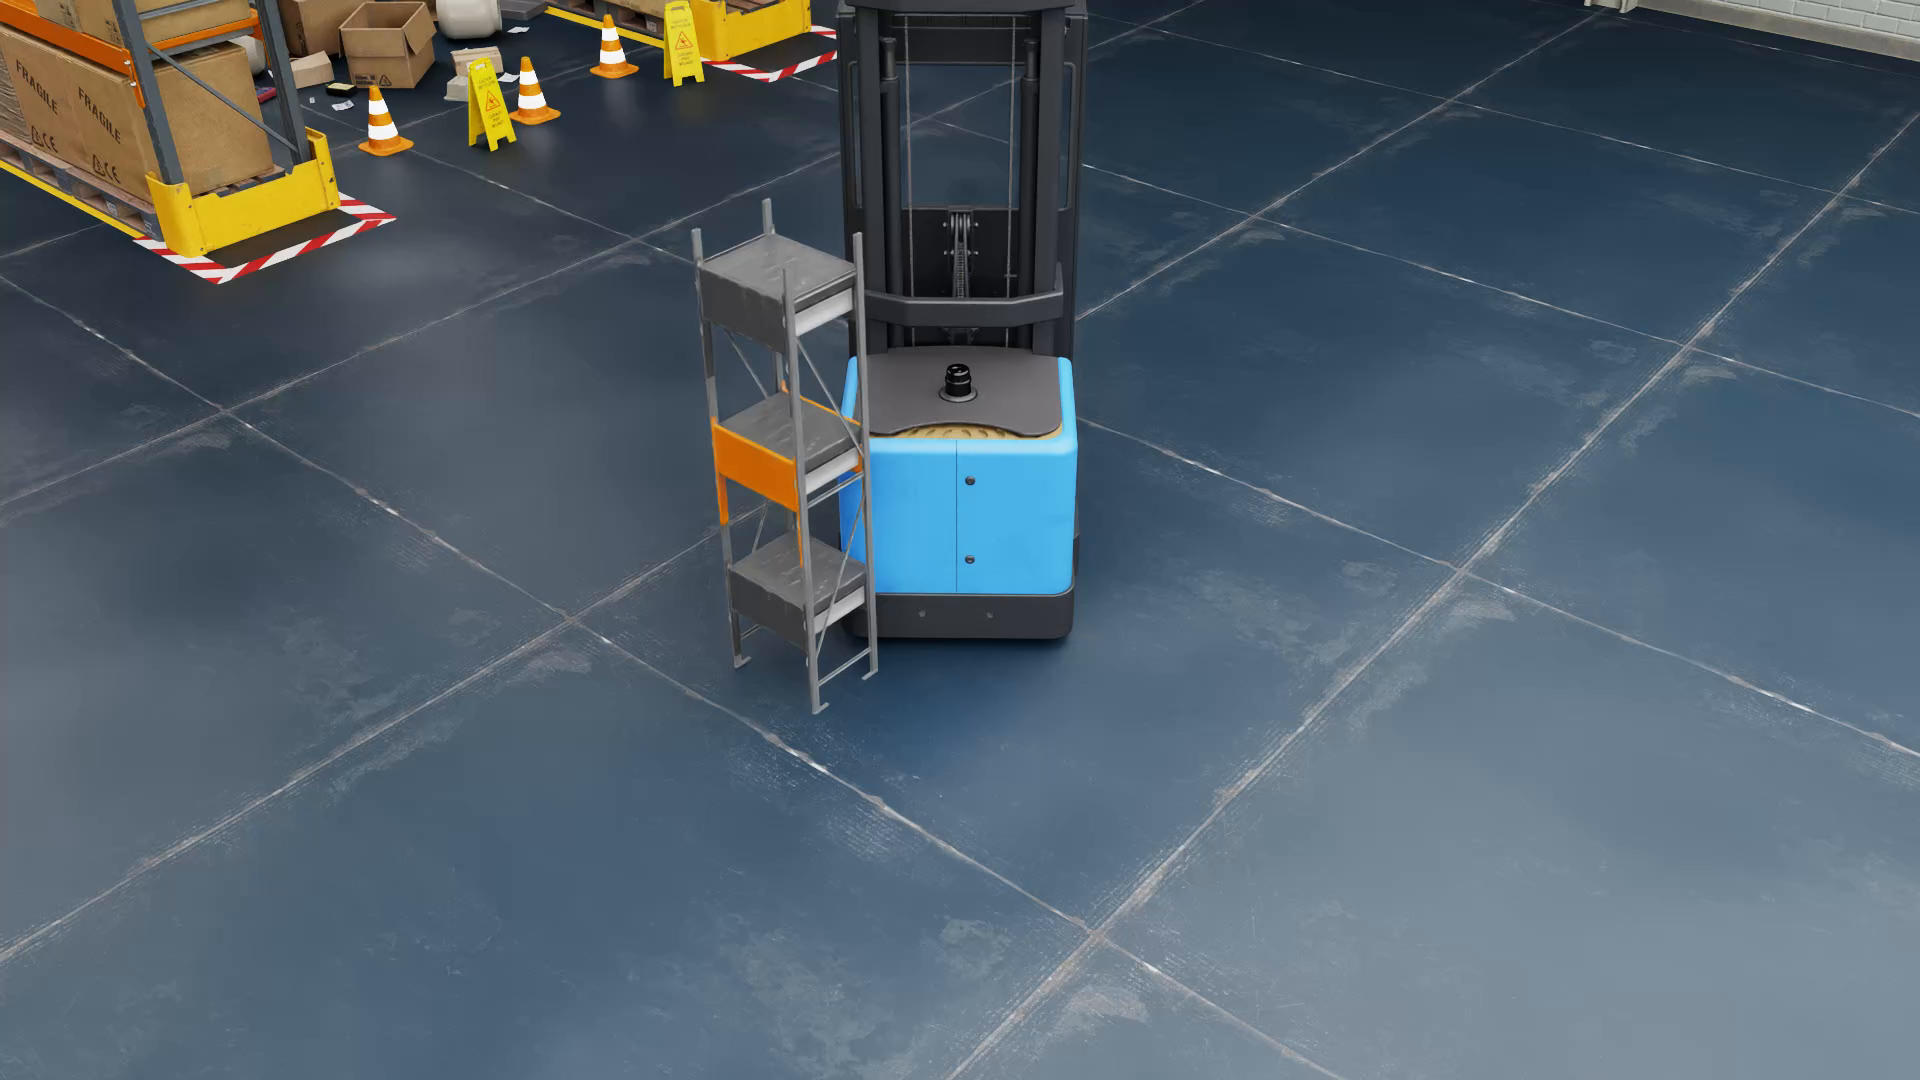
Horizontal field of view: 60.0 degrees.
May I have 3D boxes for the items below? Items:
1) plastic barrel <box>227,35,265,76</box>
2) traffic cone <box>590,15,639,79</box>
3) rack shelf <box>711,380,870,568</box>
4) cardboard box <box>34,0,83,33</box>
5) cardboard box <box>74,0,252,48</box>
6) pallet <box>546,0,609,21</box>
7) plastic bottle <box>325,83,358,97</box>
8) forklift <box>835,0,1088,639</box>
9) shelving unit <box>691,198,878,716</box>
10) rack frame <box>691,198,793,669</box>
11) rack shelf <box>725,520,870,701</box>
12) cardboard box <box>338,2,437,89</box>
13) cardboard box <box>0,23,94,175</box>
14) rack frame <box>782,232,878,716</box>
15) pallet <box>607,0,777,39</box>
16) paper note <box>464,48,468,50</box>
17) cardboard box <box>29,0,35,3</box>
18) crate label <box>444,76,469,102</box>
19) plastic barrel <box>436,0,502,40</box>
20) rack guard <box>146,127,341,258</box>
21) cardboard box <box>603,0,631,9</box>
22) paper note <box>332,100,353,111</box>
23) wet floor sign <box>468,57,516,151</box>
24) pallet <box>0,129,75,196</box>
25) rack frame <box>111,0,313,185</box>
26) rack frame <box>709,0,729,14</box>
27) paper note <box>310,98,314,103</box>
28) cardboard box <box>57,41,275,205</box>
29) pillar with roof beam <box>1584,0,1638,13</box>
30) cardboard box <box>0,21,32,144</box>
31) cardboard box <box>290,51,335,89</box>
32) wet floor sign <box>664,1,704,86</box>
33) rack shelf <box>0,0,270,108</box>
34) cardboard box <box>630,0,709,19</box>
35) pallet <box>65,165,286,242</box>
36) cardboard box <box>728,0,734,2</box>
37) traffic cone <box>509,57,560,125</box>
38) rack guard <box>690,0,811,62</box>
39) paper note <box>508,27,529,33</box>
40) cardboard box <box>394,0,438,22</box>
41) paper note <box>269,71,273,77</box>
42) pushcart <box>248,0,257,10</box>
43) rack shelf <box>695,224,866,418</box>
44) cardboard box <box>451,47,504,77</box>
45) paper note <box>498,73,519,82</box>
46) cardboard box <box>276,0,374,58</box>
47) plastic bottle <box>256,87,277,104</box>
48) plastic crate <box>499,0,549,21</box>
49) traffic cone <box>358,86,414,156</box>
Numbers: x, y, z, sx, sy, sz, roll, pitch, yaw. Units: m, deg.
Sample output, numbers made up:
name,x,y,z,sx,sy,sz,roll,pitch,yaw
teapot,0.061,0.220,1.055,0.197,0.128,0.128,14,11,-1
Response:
name,x,y,z,sx,sy,sz,roll,pitch,yaw
plastic barrel,-6.064,-4.049,13.772,0.512,0.421,0.421,-6,35,-8
traffic cone,-2.910,-4.144,13.876,0.334,0.463,0.336,25,42,32
rack shelf,-0.686,-0.277,6.821,0.480,0.518,0.431,26,42,33
cardboard box,-5.594,-3.772,10.960,0.550,0.550,0.875,25,42,32
cardboard box,-5.158,-3.582,10.684,0.550,0.550,0.875,25,42,32
pallet,-3.348,-5.225,15.672,1.213,0.211,1.003,25,42,32
plastic bottle,-5.062,-3.668,13.538,0.283,0.061,0.133,12,36,16
forklift,0.011,-1.565,7.939,1.130,2.935,3.031,1,34,1
shelving unit,-0.686,-0.288,6.814,0.503,2.100,0.431,26,42,33
rack frame,-0.871,-0.378,6.945,0.015,2.100,0.400,26,42,33
rack shelf,-0.686,0.300,7.218,0.480,0.518,0.431,26,42,33
cardboard box,-4.724,-4.101,13.778,0.637,0.503,0.797,0,34,0
cardboard box,-6.085,-3.237,11.820,0.875,0.875,0.875,25,41,31
rack frame,-0.501,-0.198,6.683,0.015,2.100,0.400,26,42,33
pallet,-2.414,-4.783,15.029,1.213,0.211,1.003,25,42,32
paper note,-4.311,-4.216,14.373,0.148,0.019,0.142,-18,38,-25
cardboard box,-5.944,-4.029,11.335,0.550,0.550,0.875,25,42,32
crate label,-4.003,-3.662,13.461,0.298,0.136,0.250,6,35,8
plastic barrel,-4.310,-4.623,14.608,0.512,0.421,0.421,-6,35,-8
rack guard,-4.825,-2.366,11.254,0.348,0.500,1.175,25,42,32
cardboard box,-2.941,-5.002,14.942,0.500,0.250,0.500,25,42,32
paper note,-4.930,-3.472,13.281,0.144,0.017,0.142,-18,38,-25
wet floor sign,-3.554,-3.286,12.465,0.232,0.644,0.267,18,38,24
pallet,-6.442,-2.954,12.364,1.213,0.211,1.003,25,42,32
rack frame,-4.844,-3.405,10.559,0.127,3.000,1.000,25,42,32
rack frame,-1.754,-5.596,13.748,0.127,3.000,1.000,25,42,32
paper note,-5.222,-3.545,13.403,0.032,0.001,0.123,-12,36,-17
cardboard box,-5.407,-2.920,11.358,0.875,0.875,0.875,26,42,32
pillar with roof beam,3.317,-6.828,10.243,0.400,9.000,9.100,25,42,32
cardboard box,-6.784,-3.568,12.302,0.875,0.875,0.875,26,42,32
cardboard box,-5.418,-3.906,13.703,0.396,0.266,0.258,-26,42,-32
wet floor sign,-2.293,-4.091,13.637,0.267,0.644,0.232,-18,38,-25
rack shelf,-6.381,-3.833,11.818,4.000,0.370,1.077,25,42,32
cardboard box,-2.566,-4.820,14.676,0.500,0.250,0.500,25,42,32
pallet,-5.508,-2.512,11.721,1.213,0.211,1.003,25,42,32
cardboard box,-2.197,-5.048,15.009,0.500,0.250,0.500,25,42,31
traffic cone,-3.359,-3.538,12.994,0.334,0.463,0.336,25,42,32
rack guard,-1.813,-4.593,14.496,0.348,0.500,1.175,25,42,32
paper note,-3.948,-4.570,14.878,0.148,0.019,0.142,12,36,16
cardboard box,-4.875,-5.035,15.138,0.500,0.500,0.500,-6,35,-8
paper note,-5.703,-3.931,13.955,0.172,0.023,0.155,-18,38,-25
pushcart,-6.249,-4.953,15.130,0.936,0.377,1.648,12,36,16
rack shelf,-0.687,-0.853,6.425,0.480,0.518,0.431,26,42,33
cardboard box,-4.053,-4.016,13.967,0.380,0.149,0.250,-12,36,-17
paper note,-3.754,-3.848,13.826,0.142,0.019,0.148,12,36,16
cardboard box,-5.448,-4.492,14.227,0.503,0.637,0.797,25,42,32
plastic bottle,-5.623,-3.610,13.453,0.133,0.061,0.283,12,36,16
plastic crate,-4.146,-4.916,15.337,0.583,0.080,0.402,12,36,16
traffic cone,-4.343,-3.170,12.457,0.334,0.463,0.336,25,42,32
